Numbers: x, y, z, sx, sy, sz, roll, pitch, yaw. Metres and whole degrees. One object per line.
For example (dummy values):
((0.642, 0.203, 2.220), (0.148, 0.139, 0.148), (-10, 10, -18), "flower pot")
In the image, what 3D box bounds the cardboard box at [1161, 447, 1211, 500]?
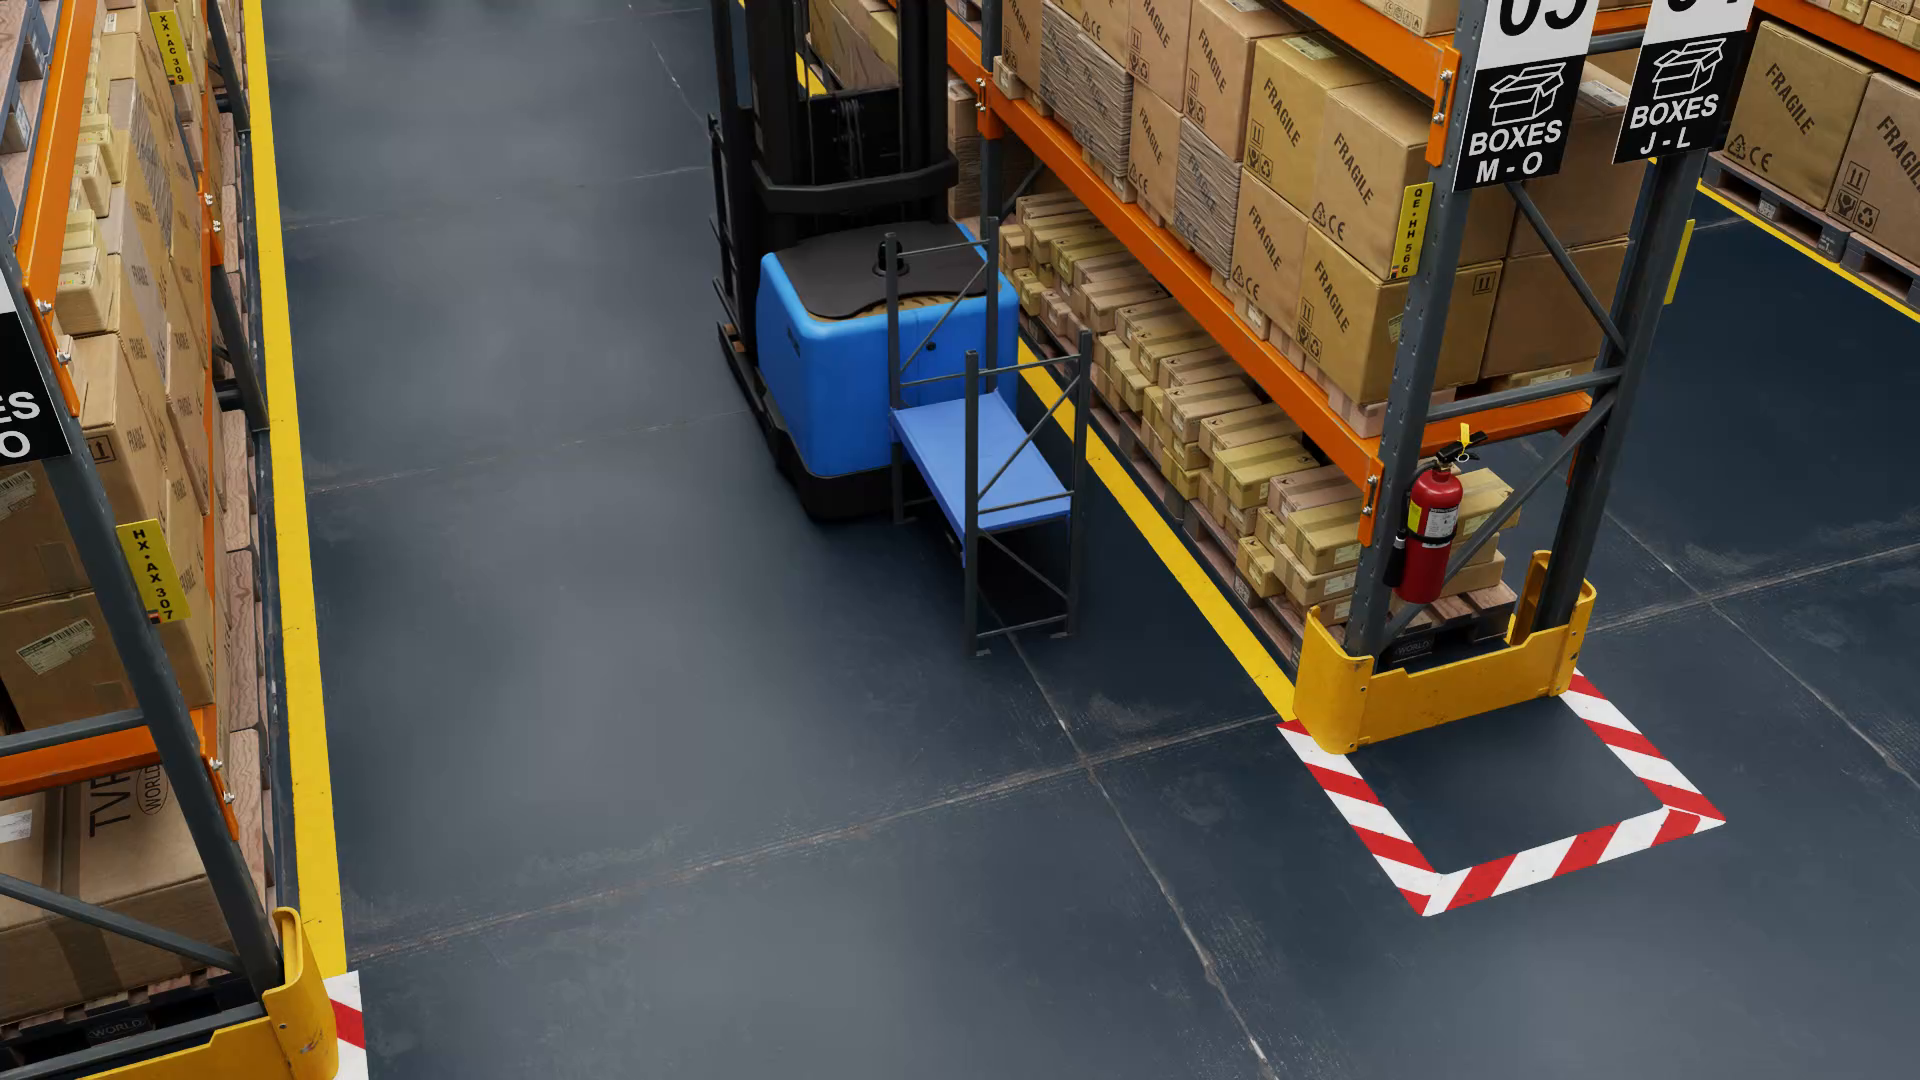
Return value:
((1.165, -0.349, 7.741), (0.380, 0.149, 0.250), (-14, 39, -18), "cardboard box")

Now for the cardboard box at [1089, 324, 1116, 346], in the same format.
((0.879, -1.075, 8.458), (0.380, 0.149, 0.250), (-11, 38, -14), "cardboard box")

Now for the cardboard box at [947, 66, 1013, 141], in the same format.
((0.109, -2.604, 9.819), (0.500, 0.250, 0.500), (-13, 39, -17), "cardboard box")

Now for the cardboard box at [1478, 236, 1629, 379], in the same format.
((2.084, -0.976, 6.223), (0.500, 0.500, 0.500), (-11, 38, -14), "cardboard box")

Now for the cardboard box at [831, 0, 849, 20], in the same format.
((-0.589, -3.769, 11.366), (0.500, 0.250, 0.500), (-13, 39, -16), "cardboard box")

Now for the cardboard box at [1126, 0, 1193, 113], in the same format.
((1.042, -2.148, 6.948), (0.500, 0.500, 0.500), (-14, 39, -18), "cardboard box")

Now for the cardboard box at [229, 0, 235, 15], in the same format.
((-6.089, -4.228, 12.705), (0.950, 0.372, 0.625), (-11, 38, -14), "cardboard box")

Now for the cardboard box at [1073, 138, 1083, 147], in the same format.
((0.781, -2.013, 8.139), (0.380, 0.149, 0.250), (-14, 39, -18), "cardboard box")

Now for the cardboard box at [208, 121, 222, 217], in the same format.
((-4.924, -2.351, 9.795), (0.875, 0.875, 0.875), (-12, 39, -15), "cardboard box")

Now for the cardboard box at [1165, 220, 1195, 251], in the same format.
((1.135, -1.425, 7.357), (0.380, 0.149, 0.250), (-12, 39, -15), "cardboard box")

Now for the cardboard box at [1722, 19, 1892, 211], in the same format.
((5.447, -2.666, 10.213), (0.875, 0.875, 0.875), (-12, 39, -16), "cardboard box")

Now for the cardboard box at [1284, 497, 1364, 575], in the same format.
((1.559, -0.020, 6.810), (0.380, 0.149, 0.250), (-12, 39, -15), "cardboard box")

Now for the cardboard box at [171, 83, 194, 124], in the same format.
((-3.897, -2.131, 7.795), (0.500, 0.250, 0.500), (-14, 39, -17), "cardboard box")

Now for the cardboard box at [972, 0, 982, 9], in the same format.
((0.280, -3.017, 9.122), (0.380, 0.149, 0.250), (-13, 39, -17), "cardboard box")

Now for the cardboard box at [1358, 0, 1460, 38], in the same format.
((1.575, -1.847, 5.341), (0.500, 0.250, 0.500), (-13, 39, -17), "cardboard box")

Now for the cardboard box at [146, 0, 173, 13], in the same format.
((-3.891, -2.432, 7.571), (0.500, 0.500, 0.500), (-12, 39, -15), "cardboard box")

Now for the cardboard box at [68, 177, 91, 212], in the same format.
((-2.882, -0.967, 5.088), (0.380, 0.149, 0.250), (-12, 39, -16), "cardboard box")

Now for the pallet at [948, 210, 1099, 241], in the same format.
((0.334, -2.092, 10.352), (1.003, 0.211, 1.213), (-12, 39, -16), "pallet")

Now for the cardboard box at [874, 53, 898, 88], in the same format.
((-0.237, -2.882, 10.812), (0.500, 0.500, 0.500), (-13, 39, -17), "cardboard box")

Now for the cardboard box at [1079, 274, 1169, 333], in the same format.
((0.821, -1.192, 8.365), (0.380, 0.149, 0.250), (-12, 39, -15), "cardboard box")

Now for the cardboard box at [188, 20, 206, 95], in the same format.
((-4.254, -2.513, 8.717), (0.500, 0.250, 0.500), (-13, 39, -16), "cardboard box")

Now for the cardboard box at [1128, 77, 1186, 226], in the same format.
((1.065, -1.726, 7.219), (0.500, 0.500, 0.500), (-11, 38, -14), "cardboard box")

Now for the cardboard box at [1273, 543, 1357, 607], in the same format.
((1.530, 0.106, 6.889), (0.380, 0.149, 0.250), (-13, 39, -17), "cardboard box")

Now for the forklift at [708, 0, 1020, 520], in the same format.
((-0.681, -2.152, 8.171), (1.130, 2.935, 3.031), (-12, 39, -15), "forklift")

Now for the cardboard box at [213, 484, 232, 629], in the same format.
((-3.586, 0.054, 6.966), (0.875, 0.438, 0.875), (-14, 39, -17), "cardboard box")

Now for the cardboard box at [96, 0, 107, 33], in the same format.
((-3.616, -2.103, 6.596), (0.380, 0.149, 0.250), (-12, 38, -15), "cardboard box")

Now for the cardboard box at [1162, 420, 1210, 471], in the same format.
((1.159, -0.477, 7.663), (0.380, 0.149, 0.250), (-12, 39, -15), "cardboard box")

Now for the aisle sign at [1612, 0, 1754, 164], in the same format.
((2.286, -1.566, 5.175), (0.394, 0.787, 0.004), (-12, 39, -16), "aisle sign")

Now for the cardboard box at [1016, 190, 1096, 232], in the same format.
((0.527, -1.796, 9.167), (0.380, 0.149, 0.250), (-11, 38, -14), "cardboard box")

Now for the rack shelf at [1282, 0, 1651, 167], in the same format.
((1.291, -2.547, 6.744), (1.077, 0.370, 4.000), (-12, 39, -16), "rack shelf")

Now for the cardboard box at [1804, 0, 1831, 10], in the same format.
((5.175, -3.252, 9.783), (0.380, 0.149, 0.250), (-14, 39, -17), "cardboard box")

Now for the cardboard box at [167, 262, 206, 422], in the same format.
((-3.075, -0.646, 6.031), (0.500, 0.500, 0.500), (-11, 38, -14), "cardboard box")

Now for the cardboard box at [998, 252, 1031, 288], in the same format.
((0.427, -1.523, 9.300), (0.380, 0.149, 0.250), (-14, 39, -18), "cardboard box")

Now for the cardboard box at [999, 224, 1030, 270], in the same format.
((0.427, -1.643, 9.212), (0.380, 0.149, 0.250), (-11, 38, -14), "cardboard box")

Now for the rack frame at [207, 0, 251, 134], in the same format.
((-5.386, -3.944, 10.493), (1.000, 3.000, 0.127), (-12, 39, -16), "rack frame")

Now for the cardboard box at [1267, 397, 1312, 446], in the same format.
((1.665, -0.588, 7.810), (0.380, 0.149, 0.250), (-14, 39, -18), "cardboard box")

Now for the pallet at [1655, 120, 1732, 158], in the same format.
((4.958, -3.043, 11.614), (1.003, 0.211, 1.213), (-12, 39, -16), "pallet")

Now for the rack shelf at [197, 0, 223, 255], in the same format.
((-4.698, -2.527, 9.210), (1.077, 0.370, 4.000), (-12, 39, -16), "rack shelf")

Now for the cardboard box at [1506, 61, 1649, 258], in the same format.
((2.074, -1.374, 5.919), (0.500, 0.500, 0.500), (-13, 39, -16), "cardboard box")

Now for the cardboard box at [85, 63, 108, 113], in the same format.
((-3.225, -1.540, 5.848), (0.380, 0.149, 0.250), (-13, 39, -17), "cardboard box")

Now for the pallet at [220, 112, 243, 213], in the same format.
((-5.186, -2.369, 10.720), (1.003, 0.211, 1.213), (-12, 39, -16), "pallet")

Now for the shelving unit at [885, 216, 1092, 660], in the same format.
((0.093, -0.434, 7.080), (0.538, 1.500, 1.048), (-12, 39, -15), "shelving unit")

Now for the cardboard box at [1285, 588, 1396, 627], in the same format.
((1.603, 0.210, 6.999), (0.380, 0.149, 0.250), (-12, 39, -15), "cardboard box")

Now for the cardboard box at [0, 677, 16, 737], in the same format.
((-3.048, 0.317, 4.752), (0.500, 0.500, 0.500), (-12, 39, -16), "cardboard box")

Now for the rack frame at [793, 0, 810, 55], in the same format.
((-0.774, -5.026, 11.930), (1.000, 3.000, 0.127), (-12, 39, -16), "rack frame")

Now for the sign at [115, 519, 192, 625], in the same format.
((-2.110, 0.086, 4.357), (0.100, 0.325, 0.005), (-12, 39, -16), "sign")

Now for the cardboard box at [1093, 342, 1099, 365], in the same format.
((0.912, -0.966, 8.559), (0.380, 0.149, 0.250), (-14, 39, -18), "cardboard box")

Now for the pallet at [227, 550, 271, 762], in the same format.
((-3.398, 0.565, 6.824), (1.003, 0.211, 1.213), (-12, 39, -16), "pallet")

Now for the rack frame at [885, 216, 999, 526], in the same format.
((-0.075, -0.723, 7.463), (0.500, 1.500, 0.032), (-12, 39, -15), "rack frame")

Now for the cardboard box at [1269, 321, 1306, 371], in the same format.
((1.451, -0.819, 6.553), (0.380, 0.149, 0.250), (-13, 39, -16), "cardboard box")

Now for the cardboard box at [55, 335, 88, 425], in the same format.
((-2.496, -0.381, 4.310), (0.380, 0.149, 0.250), (-12, 39, -15), "cardboard box")

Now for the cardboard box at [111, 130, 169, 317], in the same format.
((-3.073, -1.056, 5.744), (0.500, 0.500, 0.500), (-12, 39, -16), "cardboard box")

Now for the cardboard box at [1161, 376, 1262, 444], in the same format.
((1.144, -0.594, 7.571), (0.380, 0.149, 0.250), (-11, 38, -14), "cardboard box")

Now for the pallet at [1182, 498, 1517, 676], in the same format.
((1.707, 0.098, 7.445), (1.003, 0.211, 1.213), (-12, 39, -16), "pallet")
